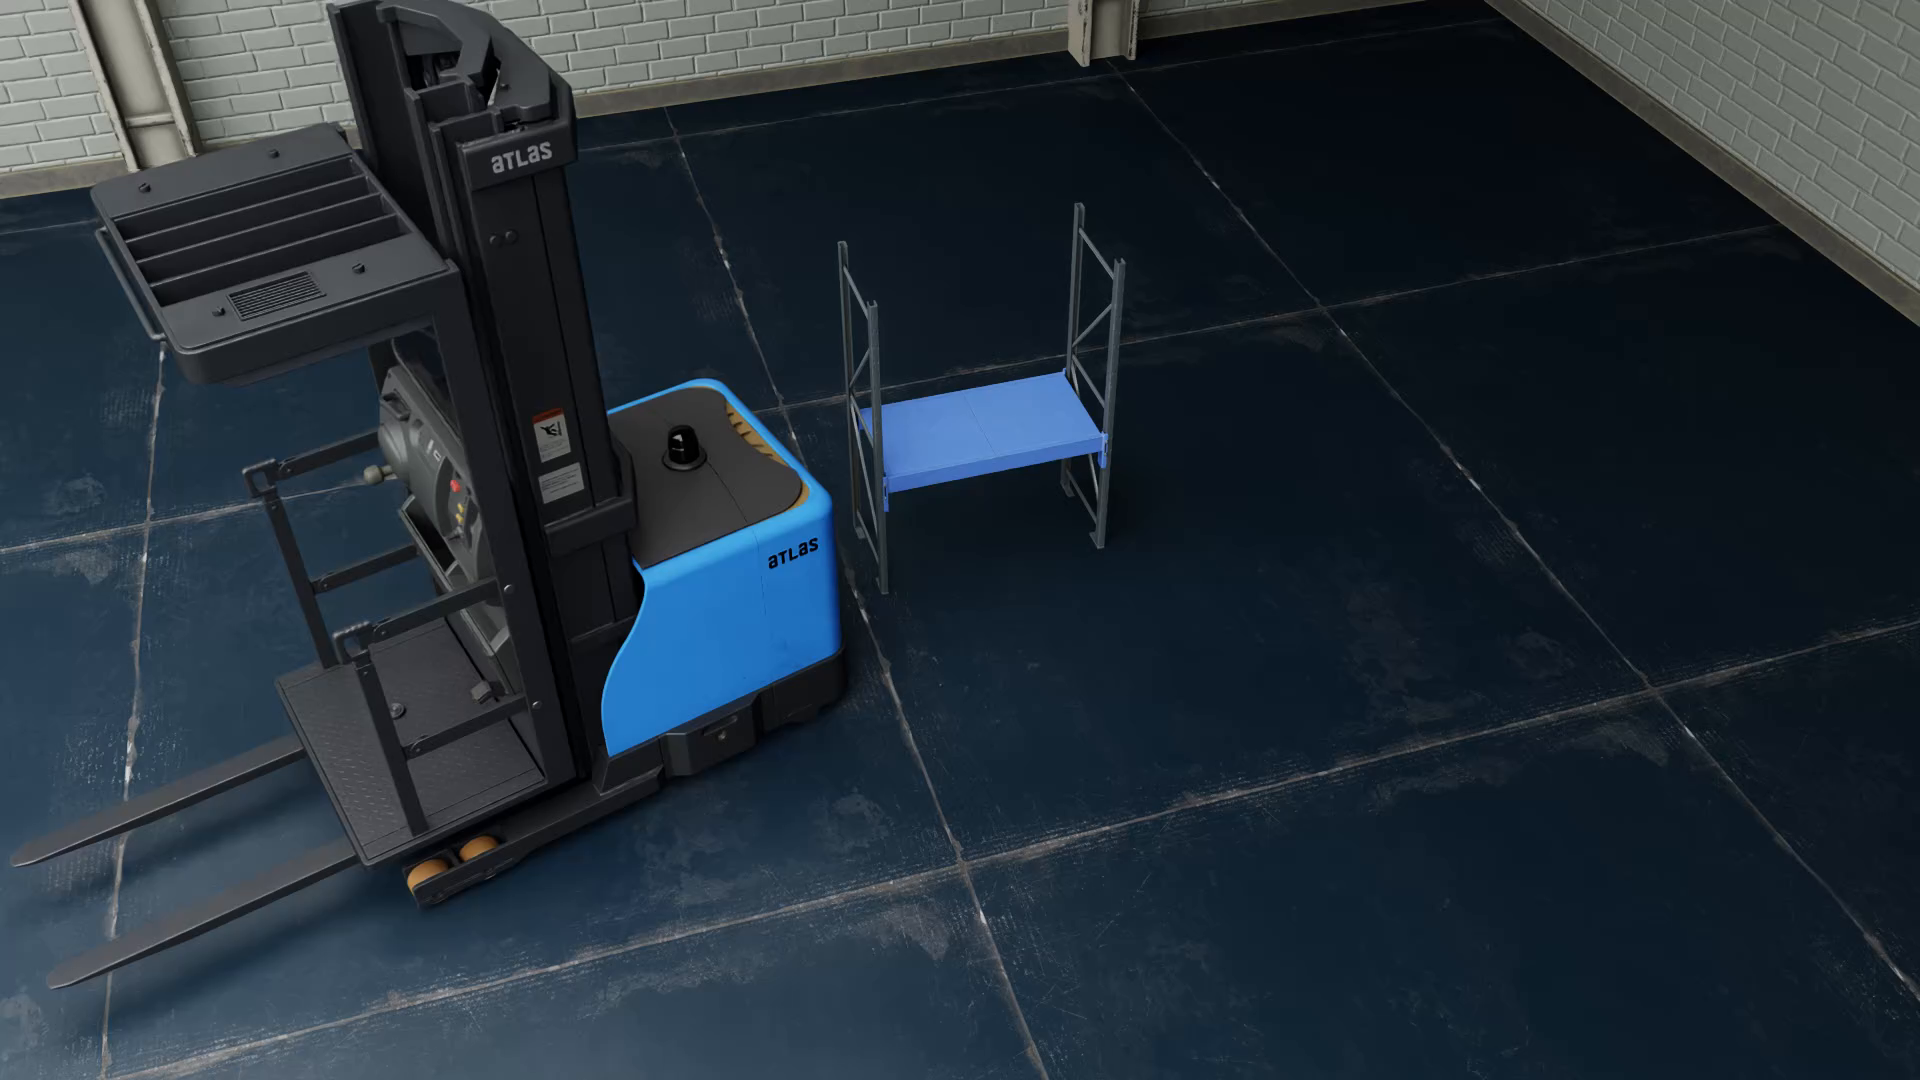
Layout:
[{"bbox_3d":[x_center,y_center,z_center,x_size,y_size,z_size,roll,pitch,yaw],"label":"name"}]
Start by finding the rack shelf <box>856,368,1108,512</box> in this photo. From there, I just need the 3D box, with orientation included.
[{"bbox_3d":[0.081,-0.446,7.244,1.000,0.185,0.538,-12,42,-13],"label":"rack shelf"}]

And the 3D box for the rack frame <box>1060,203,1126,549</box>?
[{"bbox_3d":[0.566,-0.682,7.240,0.032,1.500,0.500,-12,42,-13],"label":"rack frame"}]

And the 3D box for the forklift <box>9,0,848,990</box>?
[{"bbox_3d":[-1.966,-0.173,5.570,3.031,2.935,1.130,-24,46,-25],"label":"forklift"}]

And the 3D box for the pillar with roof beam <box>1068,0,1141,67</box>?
[{"bbox_3d":[2.264,-4.030,5.373,0.400,9.000,9.100,-12,42,-13],"label":"pillar with roof beam"}]

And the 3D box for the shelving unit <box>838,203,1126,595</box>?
[{"bbox_3d":[0.081,-0.582,7.125,1.048,1.500,0.538,-12,42,-13],"label":"shelving unit"}]

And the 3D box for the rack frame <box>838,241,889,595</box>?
[{"bbox_3d":[-0.404,-0.481,7.010,0.032,1.500,0.500,-12,42,-13],"label":"rack frame"}]

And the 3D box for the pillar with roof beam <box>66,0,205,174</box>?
[{"bbox_3d":[-3.459,-2.844,4.016,0.400,9.000,9.100,-12,42,-13],"label":"pillar with roof beam"}]
